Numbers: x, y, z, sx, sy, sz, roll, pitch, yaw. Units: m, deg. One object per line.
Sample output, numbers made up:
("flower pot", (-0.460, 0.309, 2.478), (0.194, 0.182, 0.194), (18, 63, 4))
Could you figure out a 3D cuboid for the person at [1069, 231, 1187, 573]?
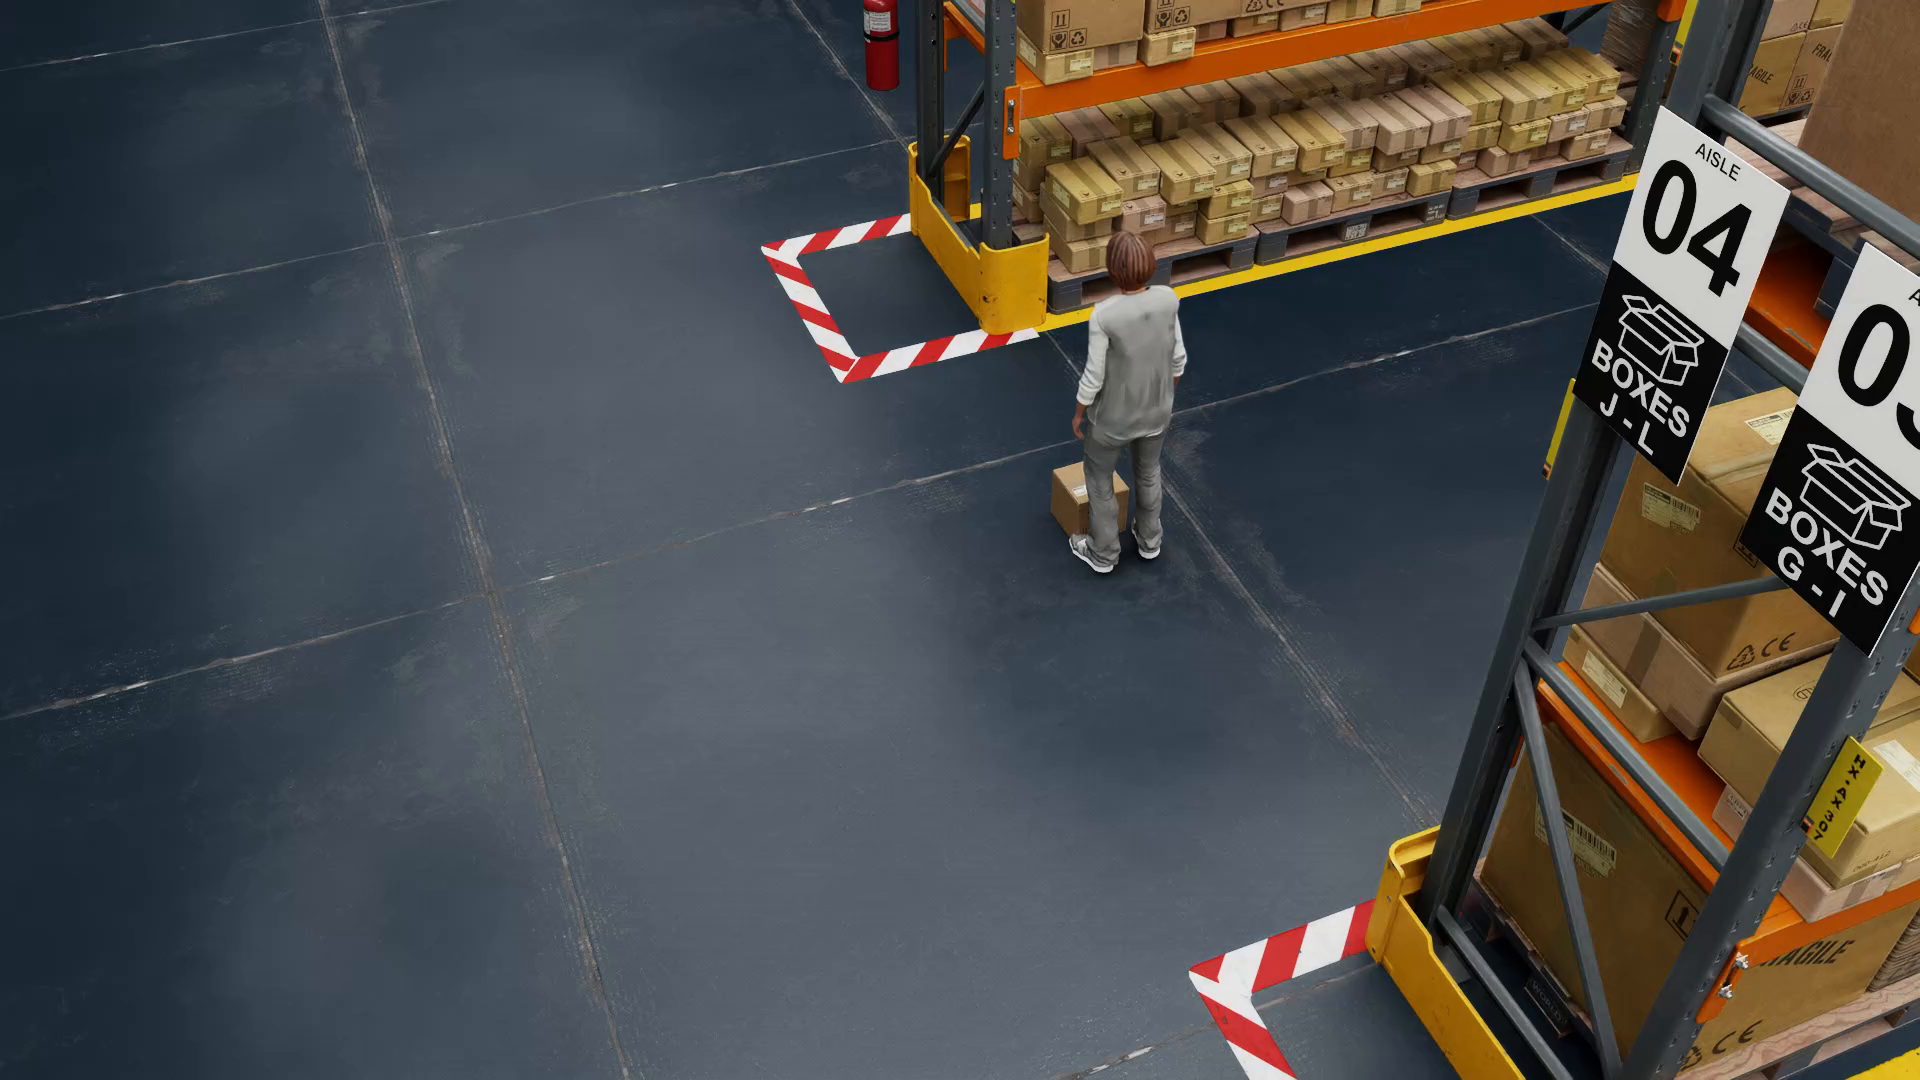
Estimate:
("person", (0.677, -0.521, 6.741), (0.461, 1.592, 0.343), (-15, 45, -16))
